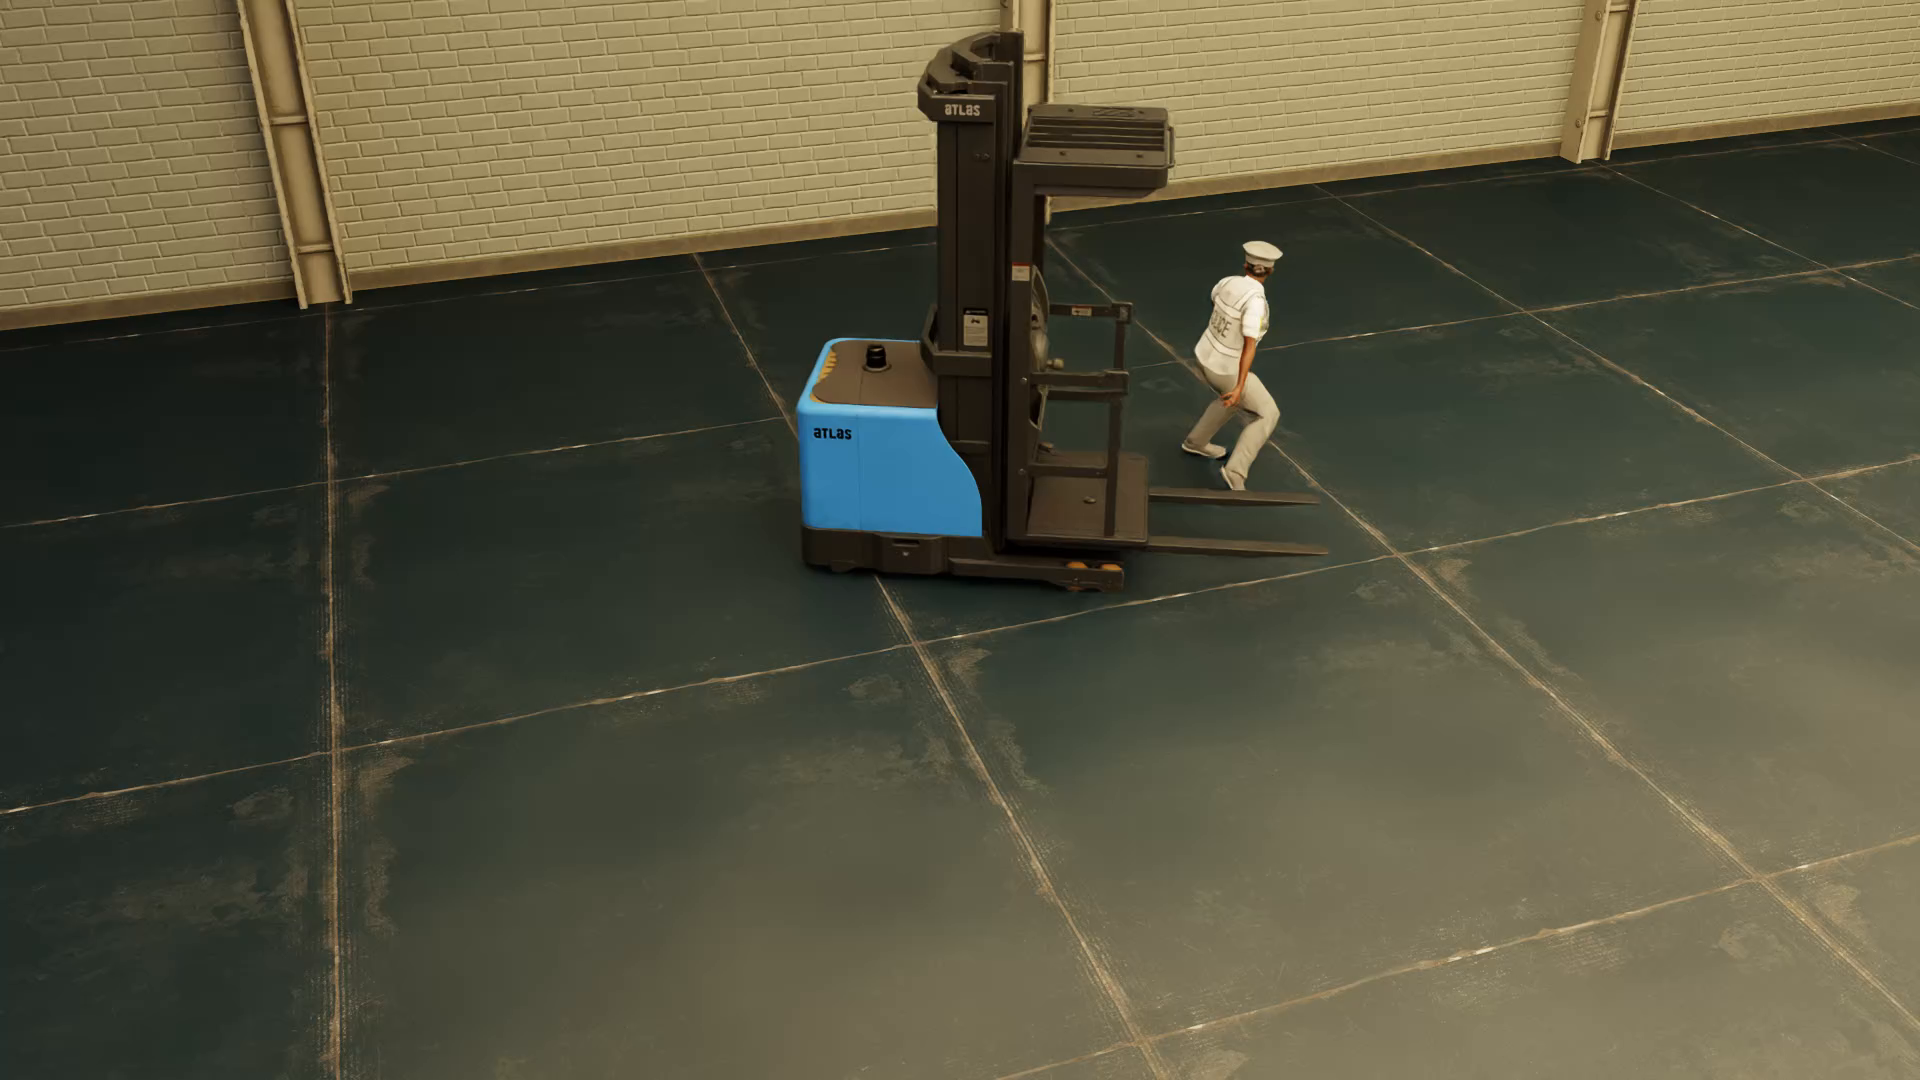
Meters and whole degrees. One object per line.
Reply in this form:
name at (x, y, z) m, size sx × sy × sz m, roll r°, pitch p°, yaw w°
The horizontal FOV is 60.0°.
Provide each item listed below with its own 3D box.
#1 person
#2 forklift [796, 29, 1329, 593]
person at (1.742, -1.061, 10.439) m, size 0.515 × 1.586 × 0.884 m, roll -6°, pitch 30°, yaw -10°
forklift at (0.628, -1.247, 9.254) m, size 3.031 × 2.935 × 1.130 m, roll 3°, pitch 30°, yaw 5°
